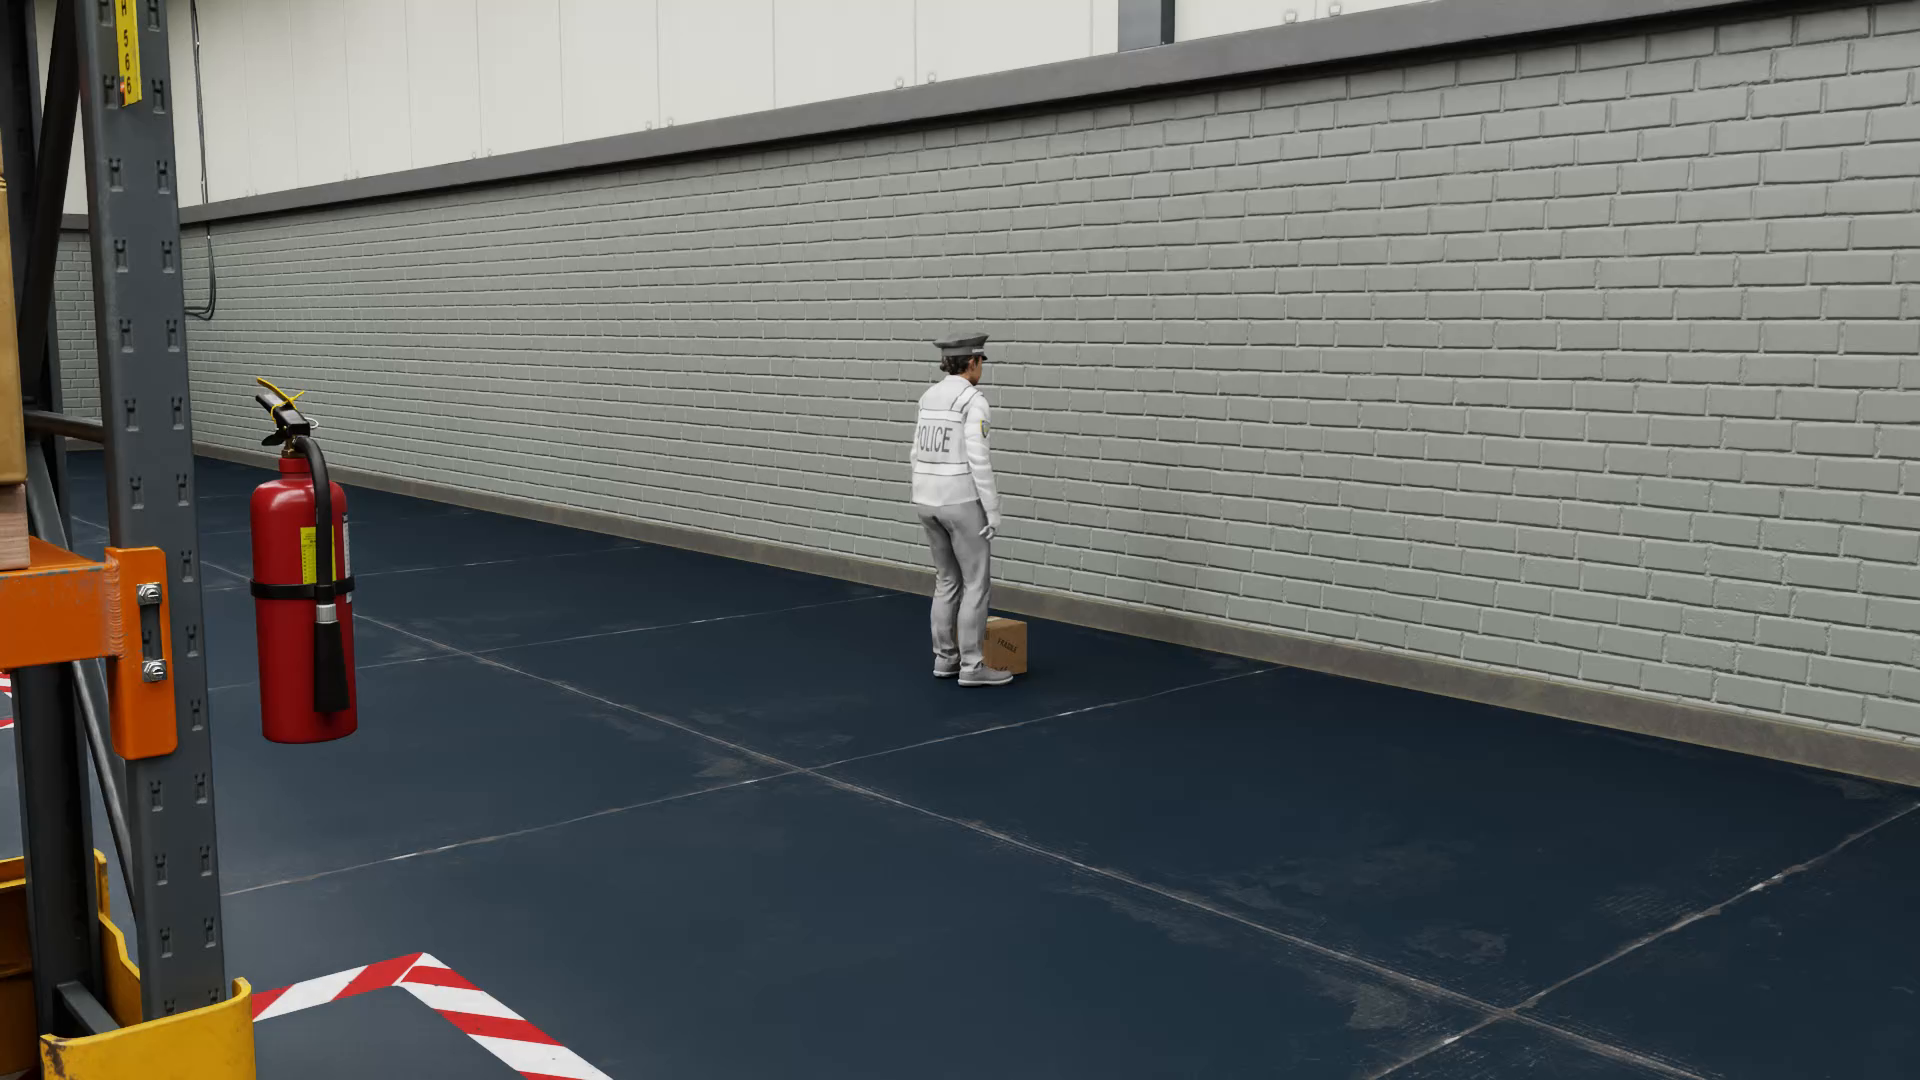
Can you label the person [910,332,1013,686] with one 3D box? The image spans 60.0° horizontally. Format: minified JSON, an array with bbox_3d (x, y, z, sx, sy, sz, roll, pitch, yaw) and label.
[{"bbox_3d":[-0.005,-0.153,7.931,0.405,1.663,0.530,-6,10,-40],"label":"person"}]
